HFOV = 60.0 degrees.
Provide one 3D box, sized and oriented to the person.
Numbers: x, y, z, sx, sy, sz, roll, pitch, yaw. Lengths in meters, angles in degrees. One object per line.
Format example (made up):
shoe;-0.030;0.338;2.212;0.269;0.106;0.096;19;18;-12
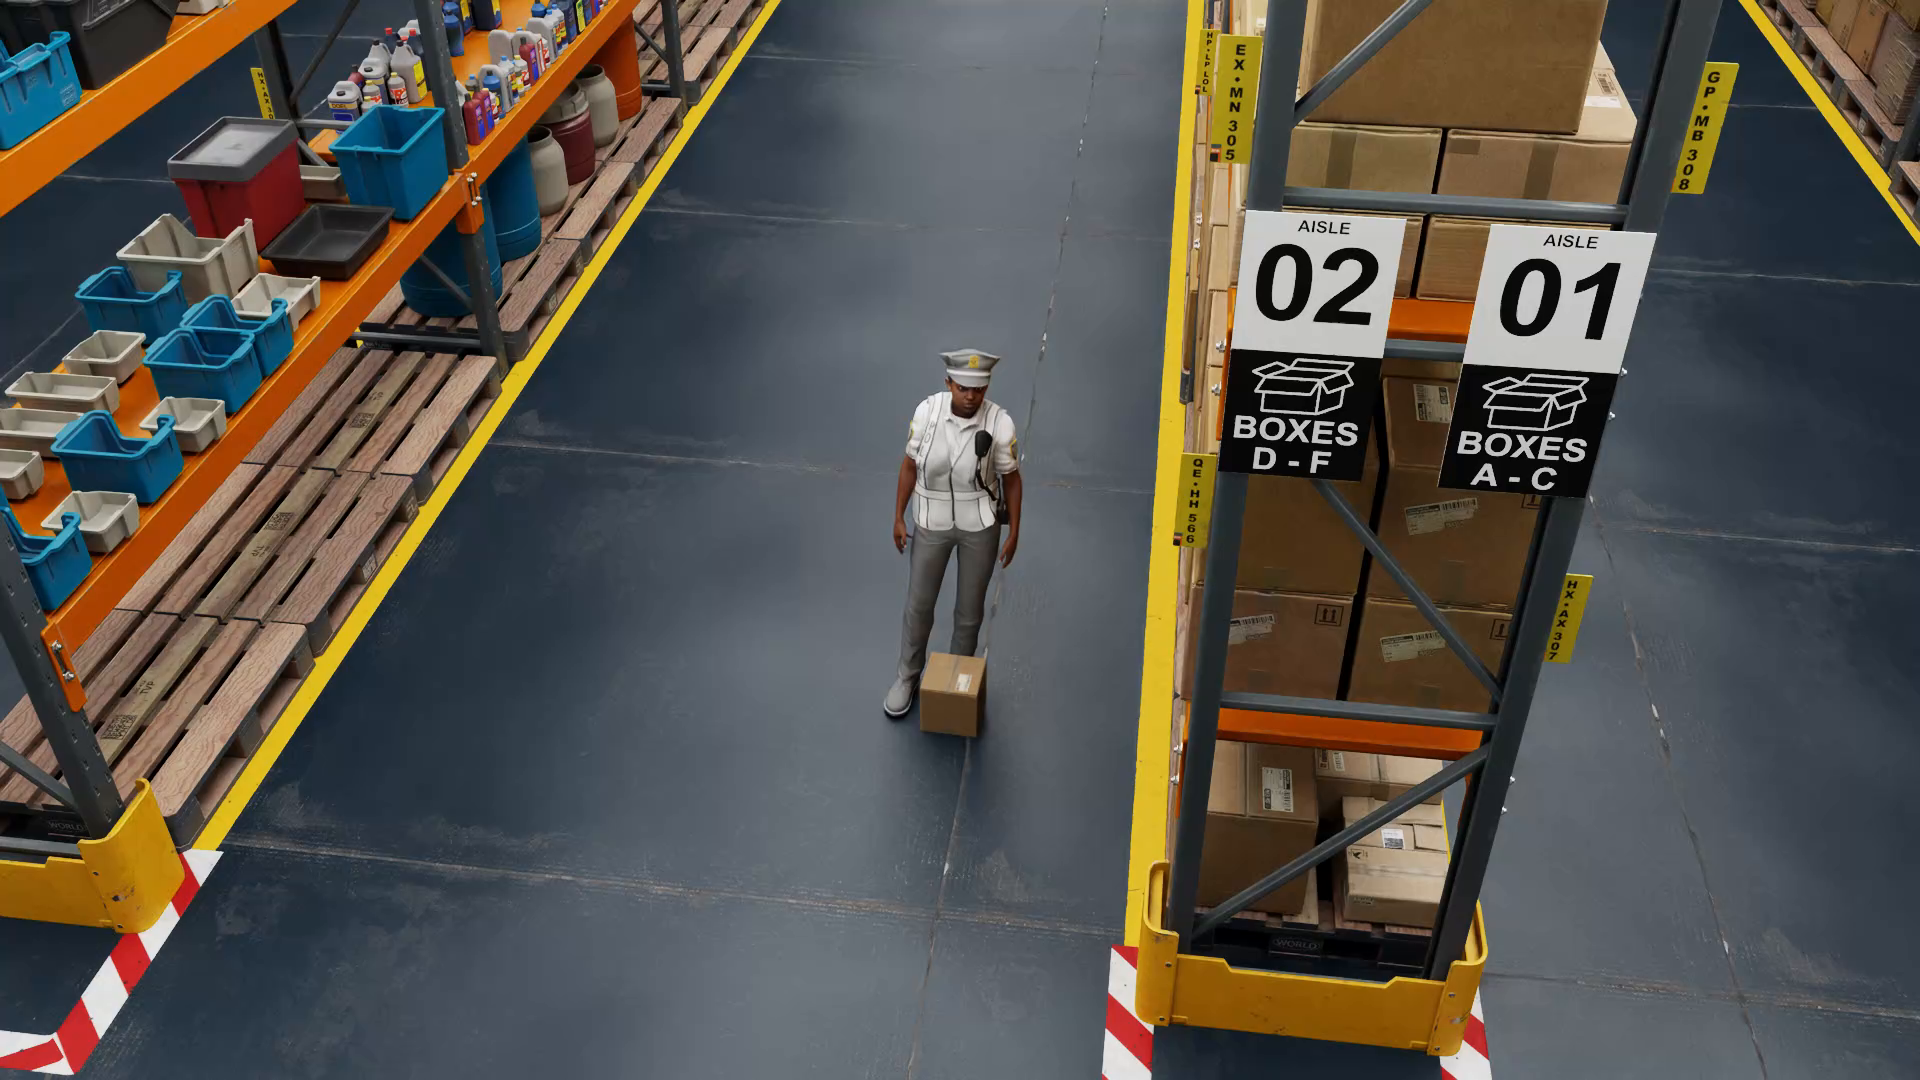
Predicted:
person;-0.032;-0.031;7.038;0.569;1.695;0.530;4;37;6
